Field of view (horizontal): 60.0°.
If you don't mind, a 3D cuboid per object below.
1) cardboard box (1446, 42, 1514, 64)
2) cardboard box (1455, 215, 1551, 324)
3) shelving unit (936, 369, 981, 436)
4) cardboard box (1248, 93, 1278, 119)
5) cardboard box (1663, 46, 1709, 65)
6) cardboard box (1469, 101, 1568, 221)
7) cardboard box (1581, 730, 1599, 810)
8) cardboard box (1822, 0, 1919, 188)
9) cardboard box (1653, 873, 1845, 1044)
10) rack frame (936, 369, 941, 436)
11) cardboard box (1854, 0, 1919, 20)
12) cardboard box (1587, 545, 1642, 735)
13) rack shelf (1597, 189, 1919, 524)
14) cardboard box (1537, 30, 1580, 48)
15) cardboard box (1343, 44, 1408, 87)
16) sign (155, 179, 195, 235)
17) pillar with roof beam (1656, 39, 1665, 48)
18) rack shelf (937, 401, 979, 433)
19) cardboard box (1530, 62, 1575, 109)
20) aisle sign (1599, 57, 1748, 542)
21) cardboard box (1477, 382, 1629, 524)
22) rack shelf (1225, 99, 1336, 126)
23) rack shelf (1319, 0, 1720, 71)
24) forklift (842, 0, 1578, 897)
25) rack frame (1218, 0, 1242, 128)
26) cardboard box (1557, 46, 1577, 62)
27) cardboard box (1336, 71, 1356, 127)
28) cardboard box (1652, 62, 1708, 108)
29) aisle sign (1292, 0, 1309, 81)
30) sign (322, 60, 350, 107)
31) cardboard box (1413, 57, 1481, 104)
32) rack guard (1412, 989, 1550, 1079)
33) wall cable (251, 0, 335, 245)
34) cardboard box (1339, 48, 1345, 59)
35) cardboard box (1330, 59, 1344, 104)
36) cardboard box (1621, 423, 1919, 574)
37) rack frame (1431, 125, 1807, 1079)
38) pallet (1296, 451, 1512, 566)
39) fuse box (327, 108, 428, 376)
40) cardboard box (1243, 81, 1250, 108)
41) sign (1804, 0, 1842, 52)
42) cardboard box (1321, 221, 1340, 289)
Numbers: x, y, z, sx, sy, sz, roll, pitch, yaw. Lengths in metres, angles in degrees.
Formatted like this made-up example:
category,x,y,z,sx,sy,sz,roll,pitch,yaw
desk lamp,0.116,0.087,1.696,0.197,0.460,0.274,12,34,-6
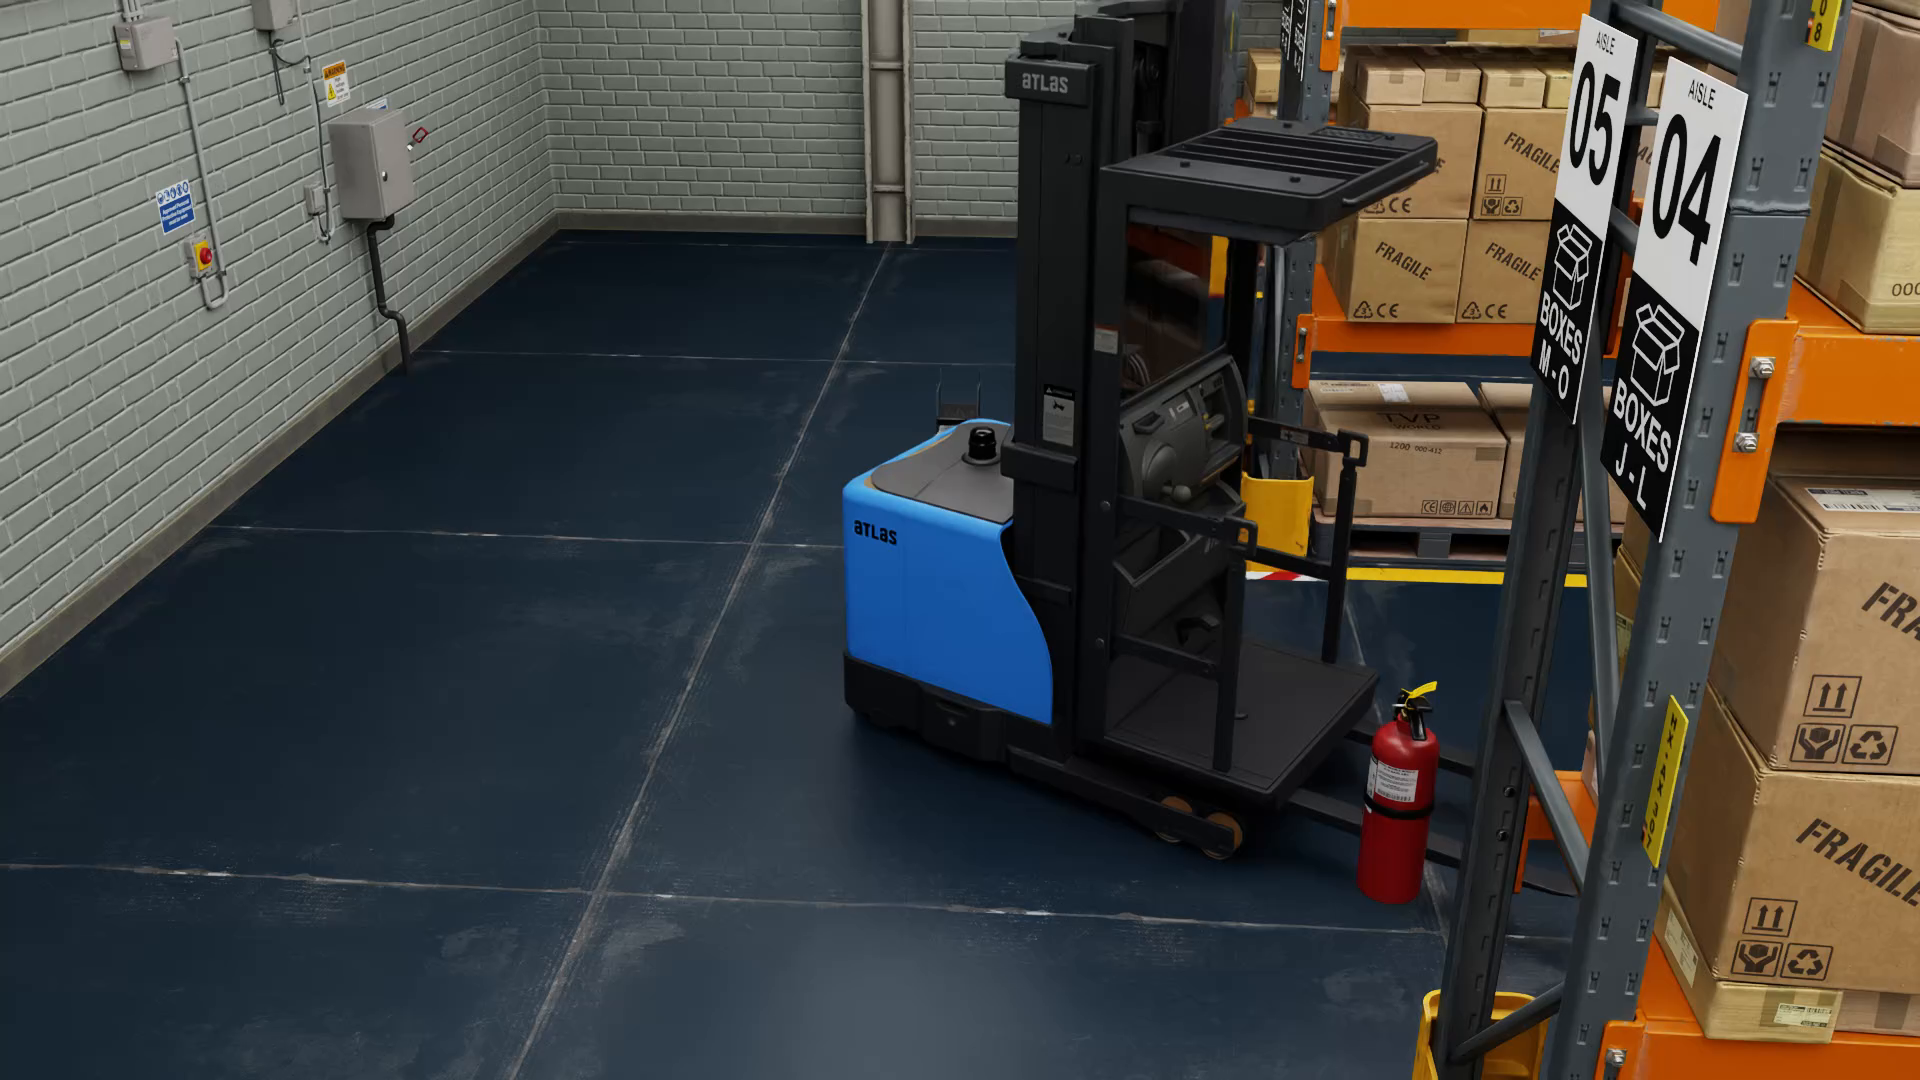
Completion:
category,x,y,z,sx,sy,sz,roll,pitch,yaw
cardboard box,2.538,-2.339,8.152,0.250,0.149,0.380,2,25,3
cardboard box,2.609,-1.349,7.974,0.500,0.500,0.500,1,25,3
shelving unit,-0.008,-0.409,8.562,0.210,0.900,0.258,2,25,4
cardboard box,2.329,-3.273,12.576,0.250,0.149,0.380,2,25,4
cardboard box,3.556,-2.276,8.015,0.250,0.149,0.380,3,25,6
cardboard box,2.618,-1.796,7.748,0.500,0.500,0.500,1,25,3
cardboard box,1.714,0.630,4.094,0.250,0.149,0.380,2,25,4
cardboard box,1.795,-0.776,2.841,0.500,0.250,0.500,2,25,5
cardboard box,1.665,0.884,3.541,0.250,0.149,0.380,2,25,4
rack frame,-0.109,-0.412,8.570,0.006,0.900,0.240,2,25,4
cardboard box,1.673,-0.975,2.796,0.250,0.149,0.380,2,25,4
cardboard box,1.835,0.349,3.927,0.500,0.500,0.500,2,25,5
rack shelf,3.362,-0.349,3.192,4.000,0.370,1.077,2,25,4
cardboard box,4.546,-3.951,12.674,0.500,0.500,0.500,1,25,3
cardboard box,2.019,-2.310,8.090,0.250,0.149,0.380,2,25,5
sign,-4.043,-1.719,8.574,0.001,0.218,0.327,2,25,4
pillar with roof beam,5.055,-4.713,8.228,0.400,9.000,9.100,2,25,4
rack shelf,-0.008,-0.624,8.464,0.200,0.077,0.258,2,25,4
cardboard box,2.759,-2.075,7.580,0.250,0.149,0.380,1,25,2
aisle sign,1.272,-0.436,2.998,0.004,0.787,0.394,2,25,4
cardboard box,3.225,-0.465,8.735,0.875,0.438,0.875,2,25,5
rack shelf,4.016,-3.122,12.806,4.000,0.370,1.077,2,25,4
rack shelf,3.640,-2.415,7.683,4.000,0.370,1.077,2,25,4
forklift,1.013,-0.400,6.112,3.031,2.935,1.130,16,29,31
rack frame,2.022,-3.512,12.795,0.127,3.000,1.000,2,25,4
cardboard box,3.041,-2.275,8.015,0.250,0.149,0.380,2,25,4
cardboard box,2.145,-2.027,8.251,0.500,0.500,0.500,3,25,6
cardboard box,3.271,-2.063,7.554,0.250,0.149,0.380,2,25,4
aisle sign,1.552,-2.506,7.498,0.004,0.787,0.394,2,25,4
sign,-3.883,-2.844,10.354,0.001,0.242,0.339,2,25,4
cardboard box,2.245,-2.132,7.704,0.250,0.149,0.380,2,25,5
rack guard,1.443,1.761,4.325,0.348,0.500,1.175,2,25,4
wall cable,-3.881,-2.667,9.743,0.122,1.984,0.588,2,25,4
cardboard box,3.015,-3.658,12.936,0.500,0.250,0.500,2,25,4
cardboard box,2.956,-3.437,12.454,0.500,0.250,0.500,2,25,5
cardboard box,1.843,-0.101,3.710,0.500,0.500,0.500,1,25,3
rack frame,1.367,0.623,3.808,0.127,3.000,1.000,2,25,4
pallet,2.449,-0.184,8.897,1.213,0.211,1.003,2,25,4
fuse box,-3.672,-1.900,10.832,0.414,1.711,0.539,2,25,4
cardboard box,2.373,-3.500,13.068,0.250,0.149,0.380,2,25,3
sign,1.326,-0.911,2.507,0.005,0.325,0.100,2,25,4
cardboard box,2.147,-1.584,8.484,0.500,0.500,0.500,2,25,4
